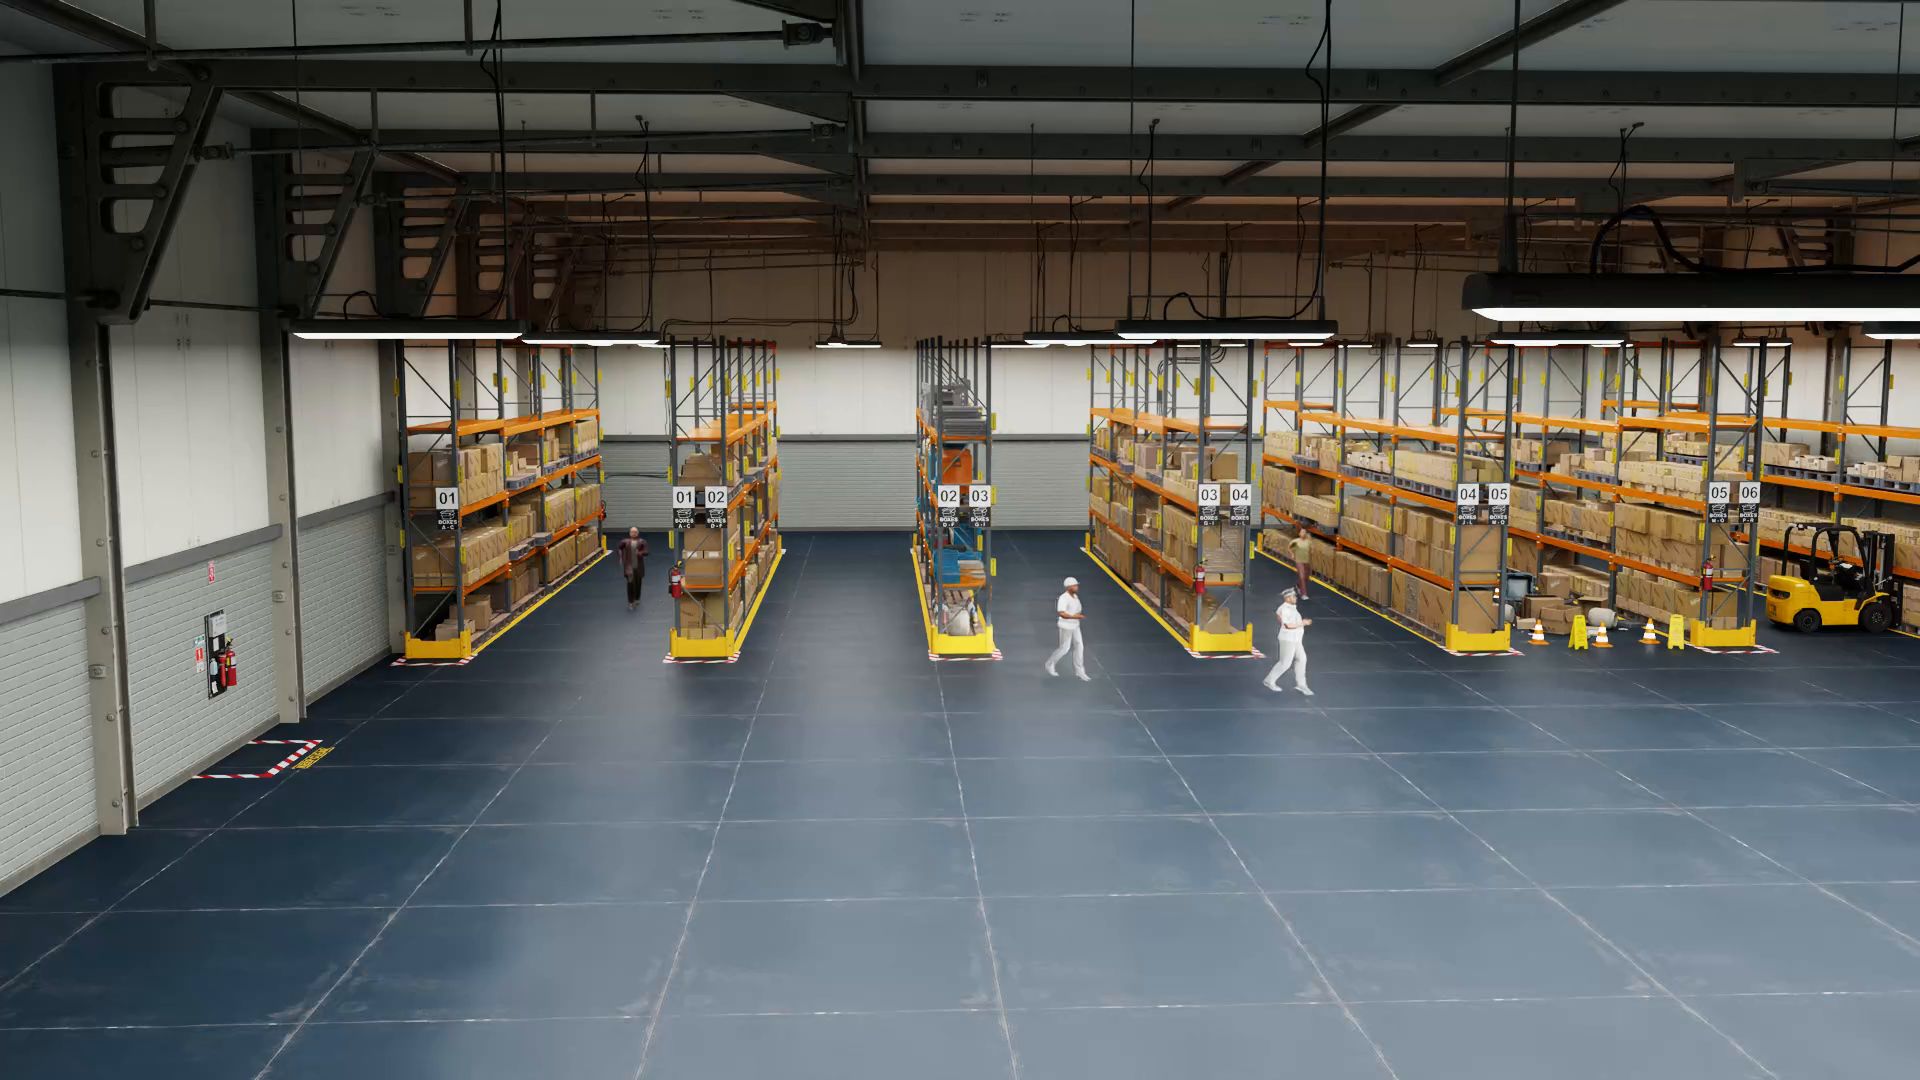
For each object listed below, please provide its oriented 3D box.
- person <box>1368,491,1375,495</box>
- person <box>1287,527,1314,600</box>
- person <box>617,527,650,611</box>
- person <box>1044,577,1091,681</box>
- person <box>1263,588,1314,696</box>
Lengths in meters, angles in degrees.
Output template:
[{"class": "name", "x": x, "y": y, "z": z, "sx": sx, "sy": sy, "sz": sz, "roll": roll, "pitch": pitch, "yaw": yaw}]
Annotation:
[{"class": "person", "x": 12.138, "y": -0.623, "z": 49.393, "sx": 0.581, "sy": 1.466, "sz": 0.516, "roll": -1, "pitch": 7, "yaw": -7}, {"class": "person", "x": 7.904, "y": 0.526, "z": 38.447, "sx": 0.585, "sy": 1.644, "sz": 0.929, "roll": -1, "pitch": 7, "yaw": -10}, {"class": "person", "x": -7.261, "y": 0.632, "z": 37.068, "sx": 0.672, "sy": 1.847, "sz": 0.855, "roll": -2, "pitch": 7, "yaw": -17}, {"class": "person", "x": 1.889, "y": 1.551, "z": 29.040, "sx": 0.834, "sy": 1.816, "sz": 0.724, "roll": 4, "pitch": 7, "yaw": 29}, {"class": "person", "x": 5.487, "y": 1.689, "z": 27.687, "sx": 0.834, "sy": 1.823, "sz": 0.651, "roll": 3, "pitch": 7, "yaw": 21}]
